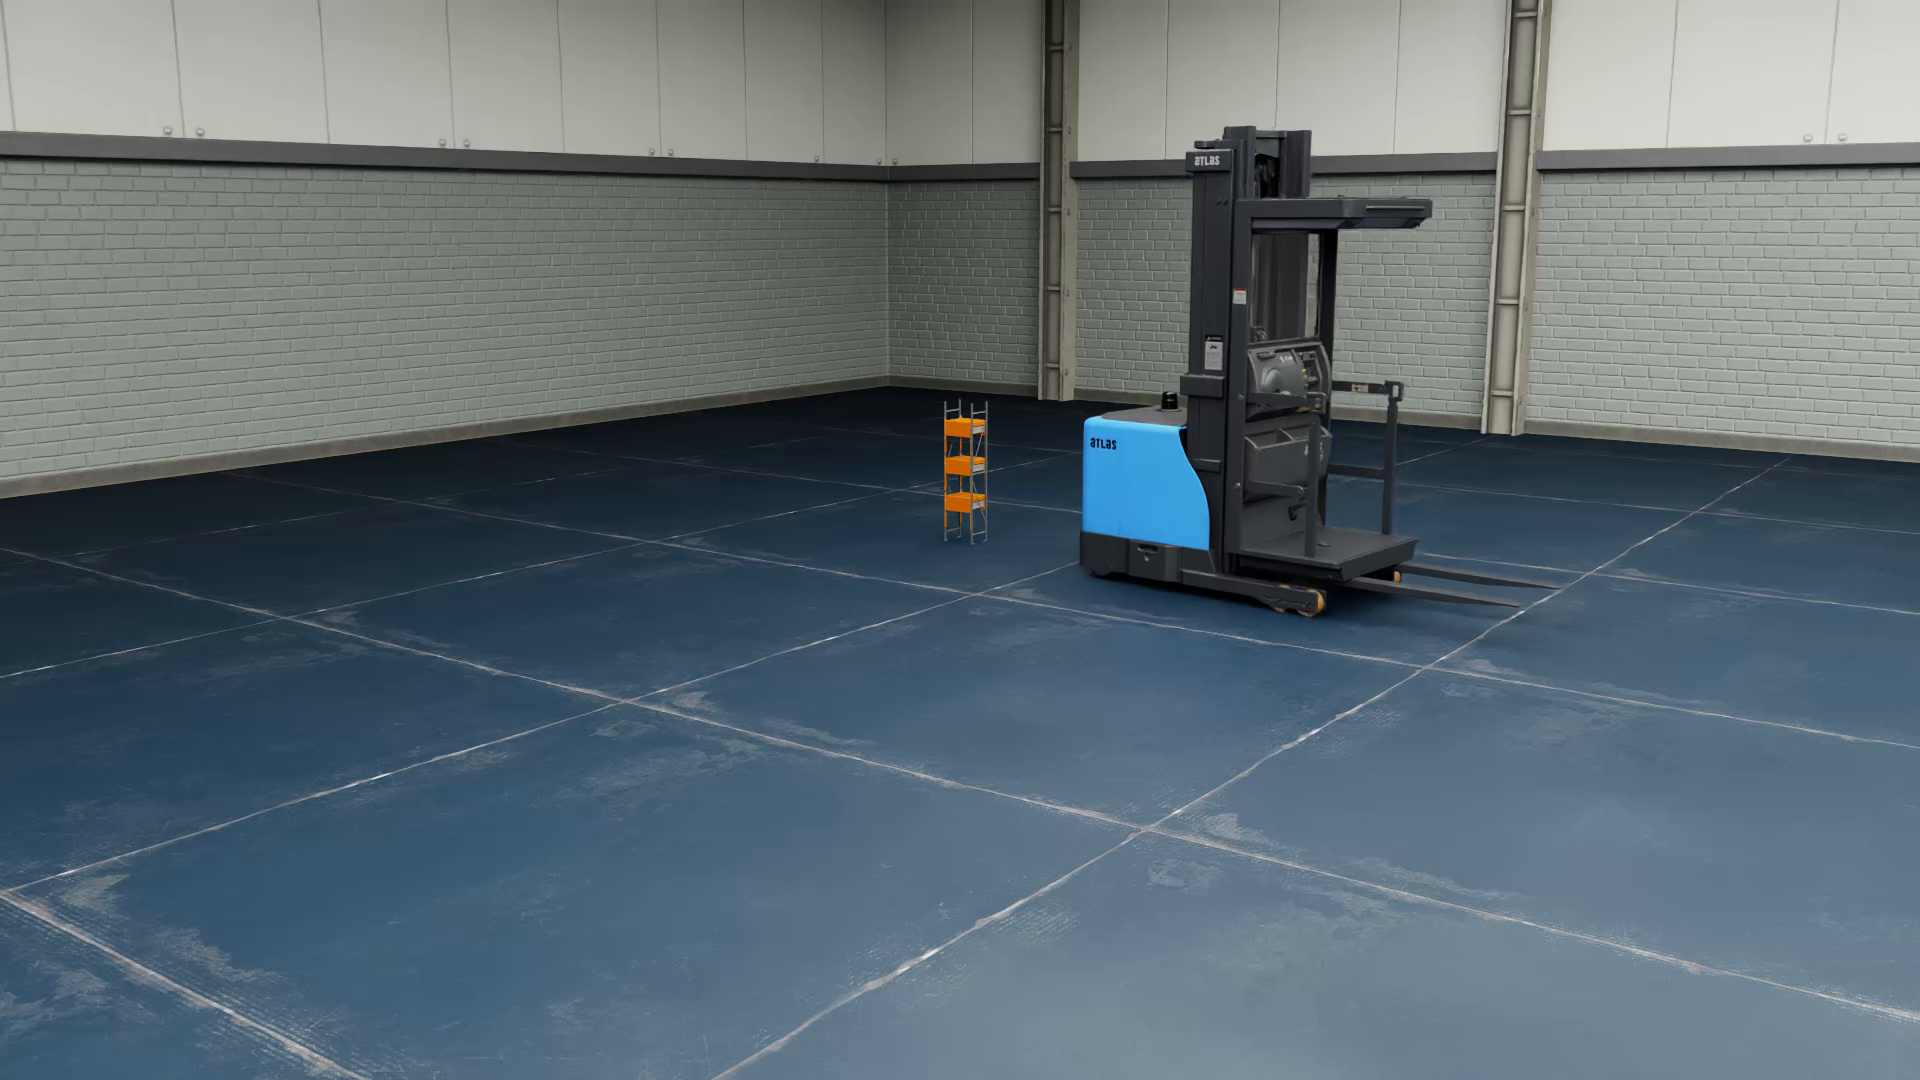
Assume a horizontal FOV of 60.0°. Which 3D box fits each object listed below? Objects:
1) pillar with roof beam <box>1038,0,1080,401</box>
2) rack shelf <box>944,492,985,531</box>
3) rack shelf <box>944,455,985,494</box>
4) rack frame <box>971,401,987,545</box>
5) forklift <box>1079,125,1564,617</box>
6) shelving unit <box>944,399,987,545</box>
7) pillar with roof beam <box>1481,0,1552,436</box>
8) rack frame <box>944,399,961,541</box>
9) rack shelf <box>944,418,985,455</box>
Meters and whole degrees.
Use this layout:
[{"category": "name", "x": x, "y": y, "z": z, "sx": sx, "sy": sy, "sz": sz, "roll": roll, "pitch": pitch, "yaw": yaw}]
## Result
[{"category": "pillar with roof beam", "x": -1.260, "y": -5.641, "z": 17.996, "sx": 0.400, "sy": 9.000, "sz": 9.100, "roll": 8, "pitch": 13, "yaw": 36}, {"category": "rack shelf", "x": 0.043, "y": -0.226, "z": 12.454, "sx": 0.240, "sy": 0.259, "sz": 0.215, "roll": 8, "pitch": 13, "yaw": 36}, {"category": "rack shelf", "x": 0.043, "y": -0.499, "z": 12.401, "sx": 0.240, "sy": 0.259, "sz": 0.215, "roll": 8, "pitch": 13, "yaw": 36}, {"category": "rack frame", "x": 0.141, "y": -0.496, "z": 12.328, "sx": 0.008, "sy": 1.050, "sz": 0.200, "roll": 8, "pitch": 13, "yaw": 36}, {"category": "forklift", "x": 2.250, "y": -1.085, "z": 10.421, "sx": 3.031, "sy": 2.935, "sz": 1.130, "roll": 9, "pitch": 14, "yaw": 40}, {"category": "shelving unit", "x": 0.043, "y": -0.509, "z": 12.399, "sx": 0.252, "sy": 1.050, "sz": 0.215, "roll": 8, "pitch": 13, "yaw": 36}, {"category": "pillar with roof beam", "x": 3.576, "y": -4.966, "z": 14.509, "sx": 0.400, "sy": 9.000, "sz": 9.100, "roll": 8, "pitch": 13, "yaw": 36}, {"category": "rack frame", "x": -0.055, "y": -0.523, "z": 12.470, "sx": 0.008, "sy": 1.050, "sz": 0.200, "roll": 8, "pitch": 13, "yaw": 36}, {"category": "rack shelf", "x": 0.043, "y": -0.778, "z": 12.347, "sx": 0.240, "sy": 0.259, "sz": 0.215, "roll": 8, "pitch": 13, "yaw": 36}]
